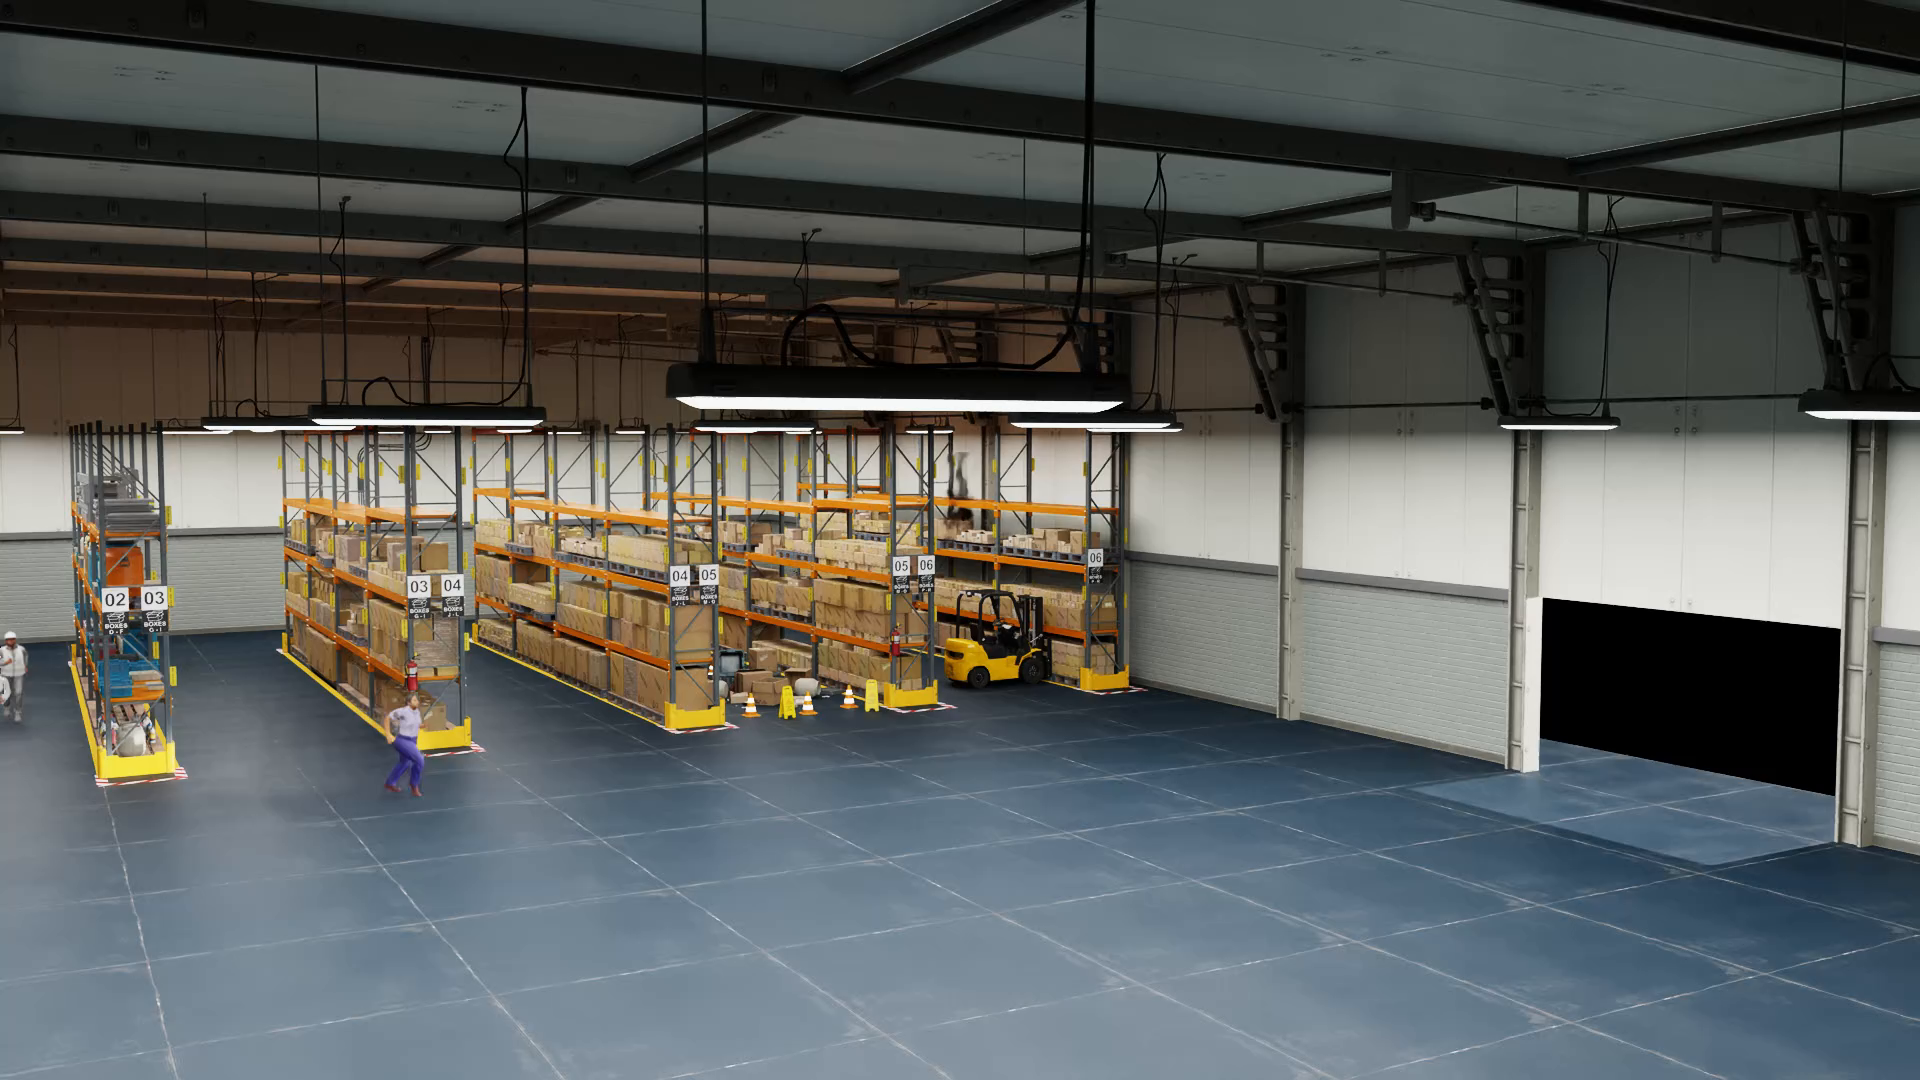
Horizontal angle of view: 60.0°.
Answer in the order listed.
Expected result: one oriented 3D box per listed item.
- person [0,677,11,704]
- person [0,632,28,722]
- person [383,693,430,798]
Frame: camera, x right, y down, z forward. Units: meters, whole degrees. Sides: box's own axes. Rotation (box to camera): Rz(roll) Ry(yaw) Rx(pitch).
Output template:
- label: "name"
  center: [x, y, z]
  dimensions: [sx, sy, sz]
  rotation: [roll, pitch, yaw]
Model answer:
- label: "person"
  center: [-17.360, 3.076, 29.600]
  dimensions: [1.057, 1.744, 0.752]
  rotation: [3, 5, 42]
- label: "person"
  center: [-19.133, 2.735, 33.545]
  dimensions: [0.644, 1.783, 0.948]
  rotation: [-3, 4, -37]
- label: "person"
  center: [-8.835, 3.275, 26.494]
  dimensions: [0.816, 1.672, 0.628]
  rotation: [1, 4, 12]
